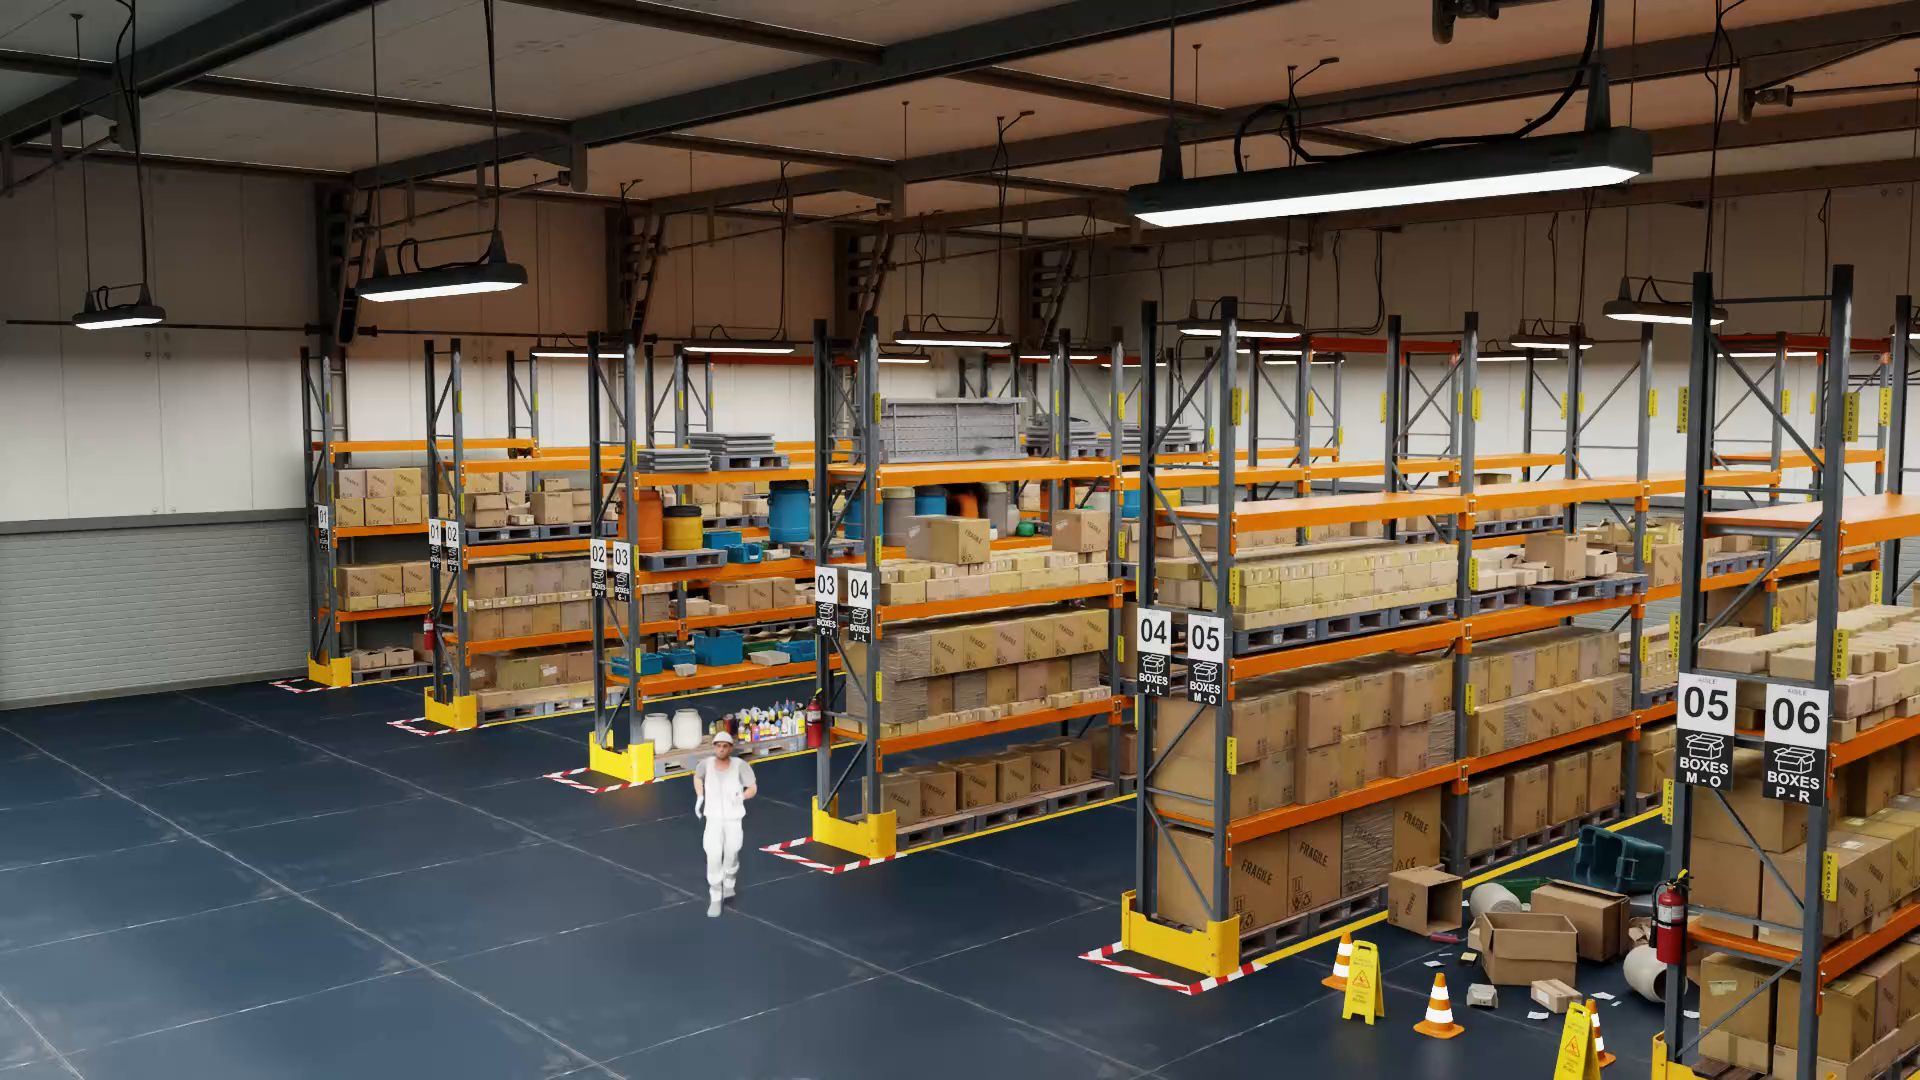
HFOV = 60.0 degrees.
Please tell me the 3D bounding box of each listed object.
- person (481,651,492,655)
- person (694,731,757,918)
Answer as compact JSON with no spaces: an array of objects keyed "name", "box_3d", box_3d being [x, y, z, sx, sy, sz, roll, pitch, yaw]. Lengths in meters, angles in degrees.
[{"name":"person","box_3d":[-8.130,1.838,28.348,0.594,1.707,0.638,4,6,35]},{"name":"person","box_3d":[-2.348,2.820,16.661,0.636,1.844,0.787,-1,5,-7]}]
